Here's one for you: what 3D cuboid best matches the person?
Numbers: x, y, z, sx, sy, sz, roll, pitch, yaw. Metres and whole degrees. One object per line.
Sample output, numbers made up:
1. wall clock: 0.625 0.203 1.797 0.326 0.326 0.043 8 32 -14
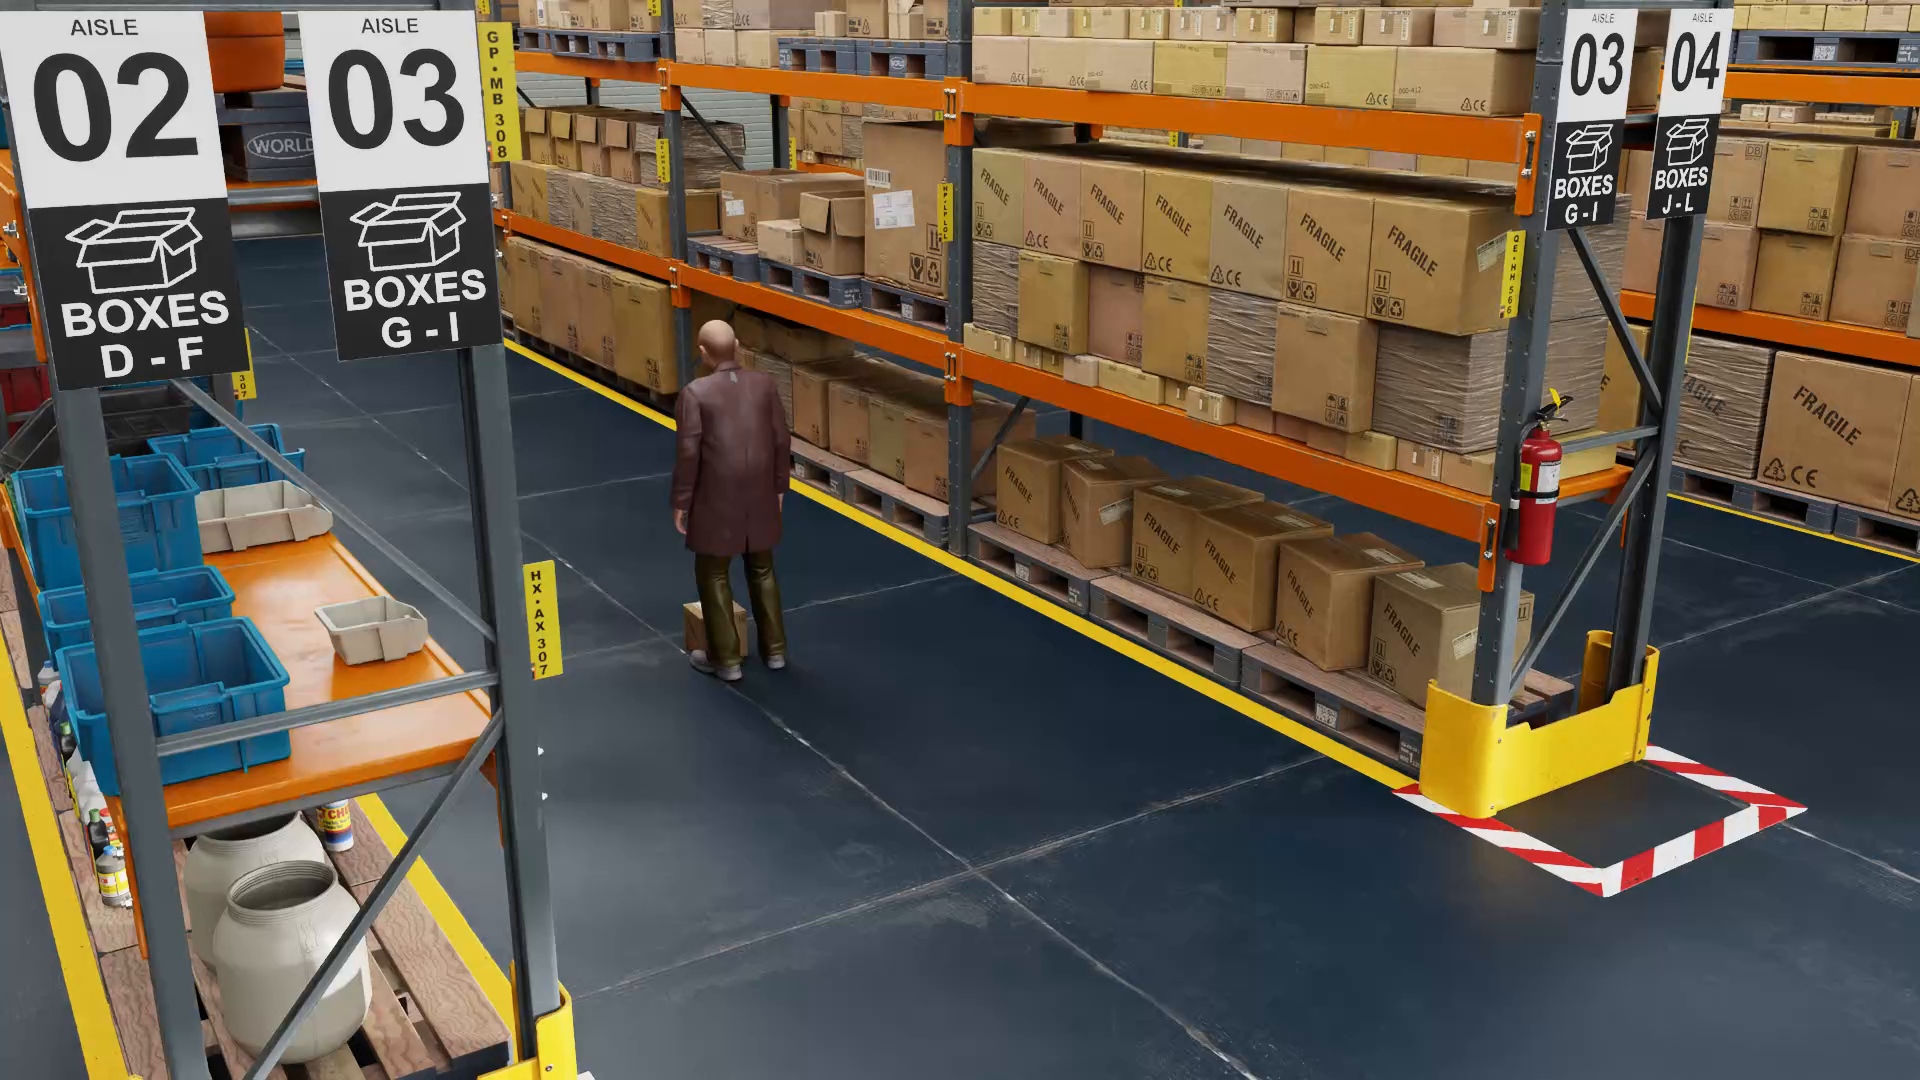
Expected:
1. person: -1.125 -0.198 8.192 0.642 1.774 0.423 -11 21 -31
